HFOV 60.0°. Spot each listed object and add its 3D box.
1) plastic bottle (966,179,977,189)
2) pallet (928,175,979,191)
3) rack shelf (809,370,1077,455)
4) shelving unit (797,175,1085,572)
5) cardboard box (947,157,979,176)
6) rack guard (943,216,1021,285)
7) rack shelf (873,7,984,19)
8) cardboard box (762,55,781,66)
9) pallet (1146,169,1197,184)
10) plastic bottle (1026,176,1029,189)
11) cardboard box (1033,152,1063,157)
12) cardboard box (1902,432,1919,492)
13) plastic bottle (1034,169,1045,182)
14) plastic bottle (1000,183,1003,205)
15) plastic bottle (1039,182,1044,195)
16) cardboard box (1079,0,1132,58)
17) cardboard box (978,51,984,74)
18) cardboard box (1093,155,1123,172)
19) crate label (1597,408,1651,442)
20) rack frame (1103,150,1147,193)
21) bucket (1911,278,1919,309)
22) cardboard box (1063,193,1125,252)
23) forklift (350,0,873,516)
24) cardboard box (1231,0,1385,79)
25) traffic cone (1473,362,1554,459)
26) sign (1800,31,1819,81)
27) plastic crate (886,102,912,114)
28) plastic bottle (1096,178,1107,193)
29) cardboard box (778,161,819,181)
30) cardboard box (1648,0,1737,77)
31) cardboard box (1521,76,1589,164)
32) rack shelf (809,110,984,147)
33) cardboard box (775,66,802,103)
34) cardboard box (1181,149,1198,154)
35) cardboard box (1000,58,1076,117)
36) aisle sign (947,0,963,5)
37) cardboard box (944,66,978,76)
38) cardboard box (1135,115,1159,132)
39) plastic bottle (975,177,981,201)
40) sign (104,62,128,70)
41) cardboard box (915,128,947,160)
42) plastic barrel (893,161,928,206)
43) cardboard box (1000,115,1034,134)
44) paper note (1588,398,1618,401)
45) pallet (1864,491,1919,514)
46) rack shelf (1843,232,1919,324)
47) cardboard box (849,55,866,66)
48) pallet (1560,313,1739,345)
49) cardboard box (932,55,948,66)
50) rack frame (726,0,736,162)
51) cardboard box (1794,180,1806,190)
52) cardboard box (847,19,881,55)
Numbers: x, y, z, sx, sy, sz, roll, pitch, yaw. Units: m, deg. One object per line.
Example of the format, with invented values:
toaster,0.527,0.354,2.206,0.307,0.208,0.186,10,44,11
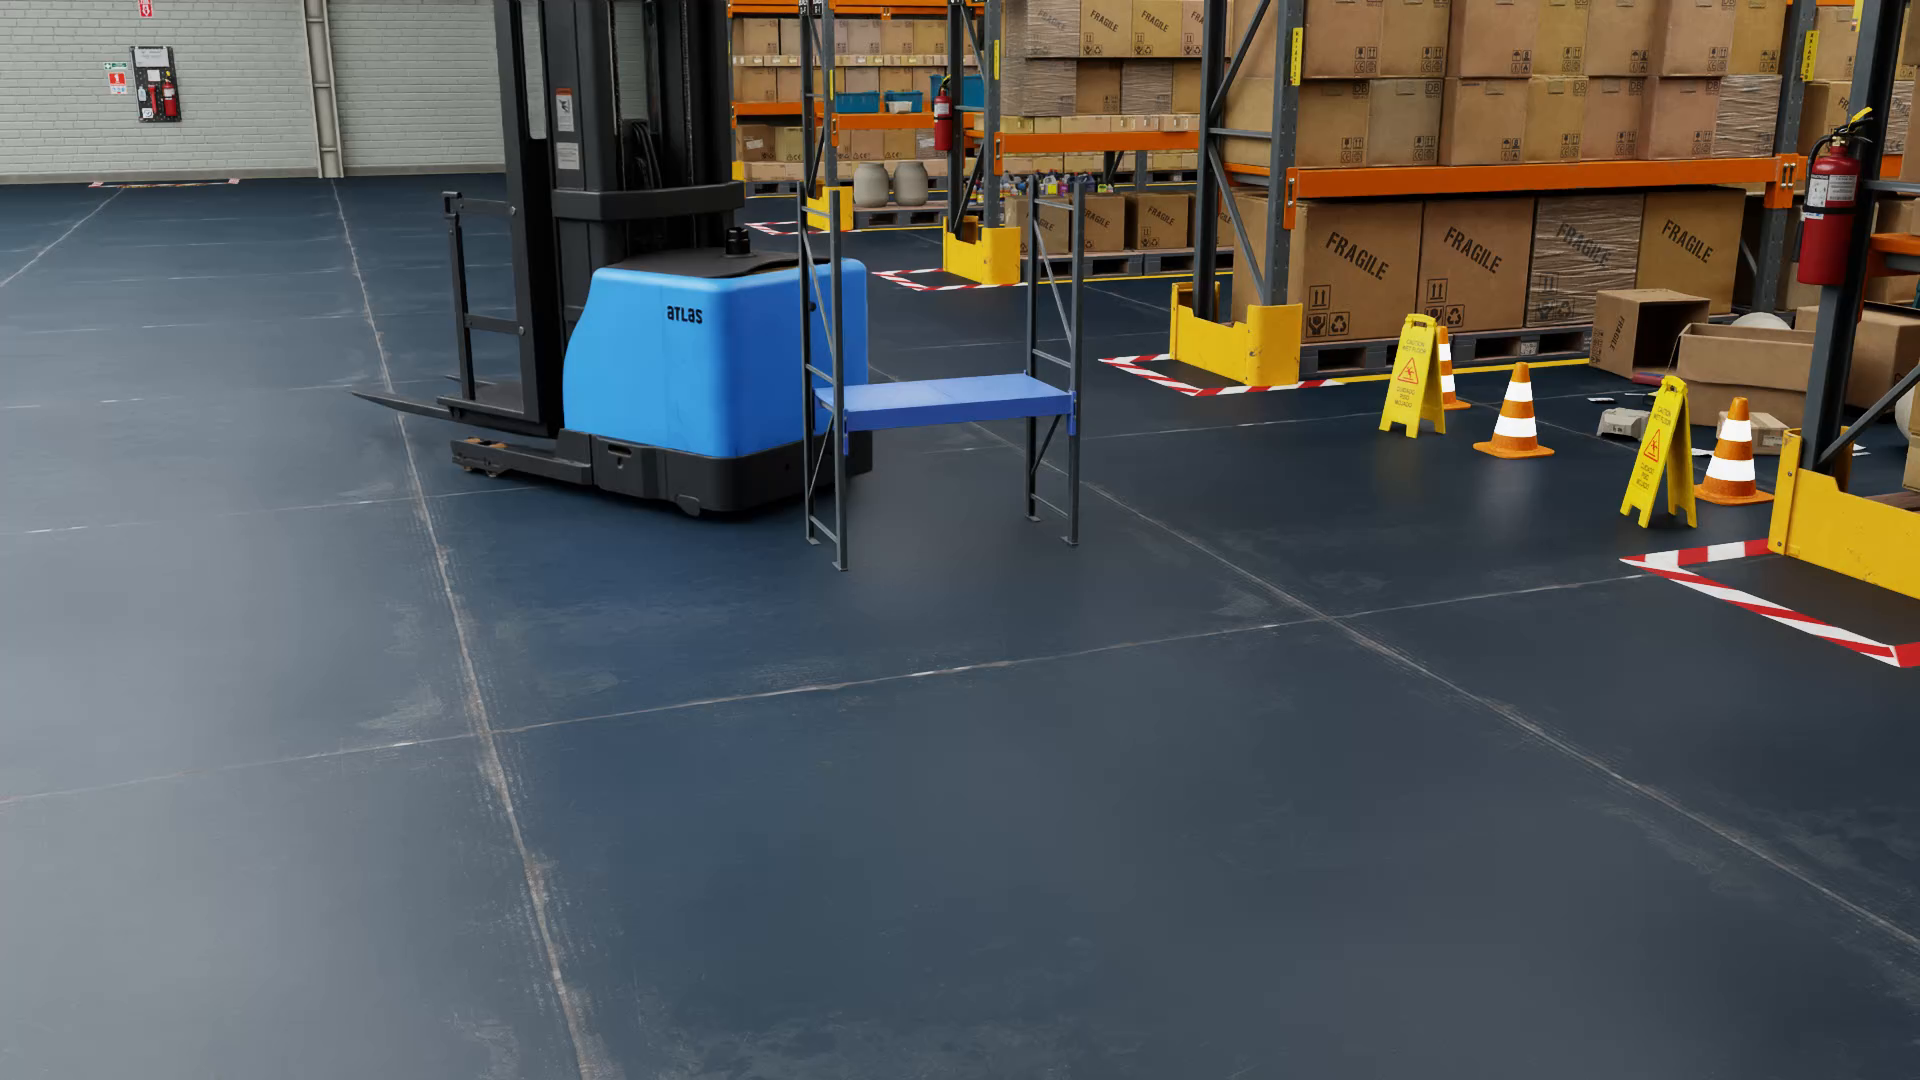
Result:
plastic bottle,0.151,-4.399,20.808,0.135,0.276,0.152,-6,17,-20
pallet,-0.444,-5.476,25.371,1.213,0.211,1.003,-6,17,-20
rack shelf,-0.080,-0.538,6.908,1.000,0.185,0.538,-6,17,-20
shelving unit,-0.080,-0.711,6.858,1.048,1.500,0.538,-6,17,-20
cardboard box,-0.041,-5.661,25.187,0.500,0.250,0.500,-6,17,-20
rack guard,0.191,-2.681,15.342,0.348,0.500,1.175,-6,17,-20
rack shelf,0.406,-9.482,30.016,4.000,0.370,1.077,-6,17,-20
cardboard box,-2.732,-6.849,23.770,0.250,0.149,0.380,-7,18,-22
pallet,3.267,-5.876,26.732,1.213,0.211,1.003,-6,17,-20
plastic bottle,0.881,-4.466,21.043,0.097,0.271,0.097,0,16,0
cardboard box,1.258,-6.060,25.549,0.500,0.311,0.500,-6,18,-21
cardboard box,4.347,-0.303,6.940,0.500,0.250,0.500,-6,17,-20
plastic bottle,1.005,-4.528,21.116,0.185,0.351,0.144,-7,18,-22
plastic bottle,0.472,-4.214,20.184,0.097,0.271,0.097,0,16,0
plastic bottle,0.951,-4.276,20.388,0.135,0.276,0.152,-6,17,-19
cardboard box,1.201,-4.576,14.877,0.500,0.500,0.500,-6,17,-20
cardboard box,0.154,-8.617,30.158,0.500,0.500,0.700,-4,17,-12
cardboard box,2.215,-5.896,25.987,0.500,0.250,0.500,-6,17,-19
crate label,3.603,-0.628,8.995,0.250,0.136,0.298,13,21,37
rack frame,2.083,-5.579,20.774,0.127,3.000,1.000,-6,17,-20
bucket,6.234,-1.500,9.993,0.620,0.611,0.726,9,16,-4
cardboard box,1.255,-3.003,15.692,0.500,0.500,0.500,-2,16,-6
forklift,-1.906,-1.820,8.094,3.031,2.935,1.130,12,20,35
cardboard box,2.161,-3.175,10.404,0.550,0.550,0.875,-6,17,-20
traffic cone,2.891,-0.689,8.623,0.334,0.463,0.336,-6,17,-20
sign,5.736,-3.269,11.228,0.005,0.325,0.100,-6,17,-20
plastic crate,-0.701,-5.055,19.457,0.250,0.136,0.298,-6,17,-20
plastic bottle,1.752,-4.352,20.634,0.133,0.283,0.061,-5,17,-17
cardboard box,-2.375,-5.409,24.328,0.500,0.250,0.500,-6,17,-20
cardboard box,4.707,-3.437,11.296,0.550,0.550,0.875,-6,17,-20
cardboard box,3.685,-2.828,11.139,0.500,0.550,0.875,-6,17,-20
rack shelf,0.215,-5.033,20.189,4.000,0.370,1.077,-6,17,-20
cardboard box,-2.492,-6.626,24.160,0.500,0.500,0.700,-6,17,-19
cardboard box,3.648,-6.320,26.436,0.500,0.311,0.500,-6,17,-19
cardboard box,0.644,-4.112,15.072,0.500,0.500,0.875,-6,17,-20
aisle sign,-0.045,-5.193,14.845,0.004,0.787,0.394,-6,17,-20
cardboard box,-0.098,-6.885,25.042,0.500,0.500,0.700,-7,18,-22
cardboard box,1.636,-3.846,15.318,0.250,0.149,0.380,-6,17,-20
plastic bottle,0.190,-4.375,20.712,0.133,0.283,0.061,-6,17,-20
sign,-13.323,-7.478,26.235,0.331,0.109,0.001,-6,17,-20
cardboard box,-0.512,-5.974,24.920,0.500,0.500,0.500,-6,17,-20
plastic barrel,-0.597,-4.321,20.159,0.421,0.512,0.421,0,16,0
cardboard box,0.472,-3.719,14.883,0.250,0.149,0.380,-6,17,-20
paper note,3.833,-0.840,9.906,0.142,0.017,0.144,0,16,-1
pallet,4.508,-0.008,6.751,1.213,0.211,1.003,-6,17,-20
rack shelf,5.534,-1.122,6.873,4.000,0.370,1.077,-6,17,-20
cardboard box,-1.542,-6.977,24.204,0.250,0.149,0.380,-6,17,-20
pallet,4.798,-1.567,12.060,1.213,0.211,1.003,-6,17,-20
cardboard box,-0.338,-7.107,24.648,0.250,0.149,0.380,-7,18,-22
rack frame,-3.421,-6.480,23.840,0.127,3.000,1.000,-6,17,-20
cardboard box,9.077,-4.014,18.468,0.875,0.875,1.225,-6,17,-20
cardboard box,-1.504,-7.355,24.342,0.500,0.500,0.700,-6,17,-20
